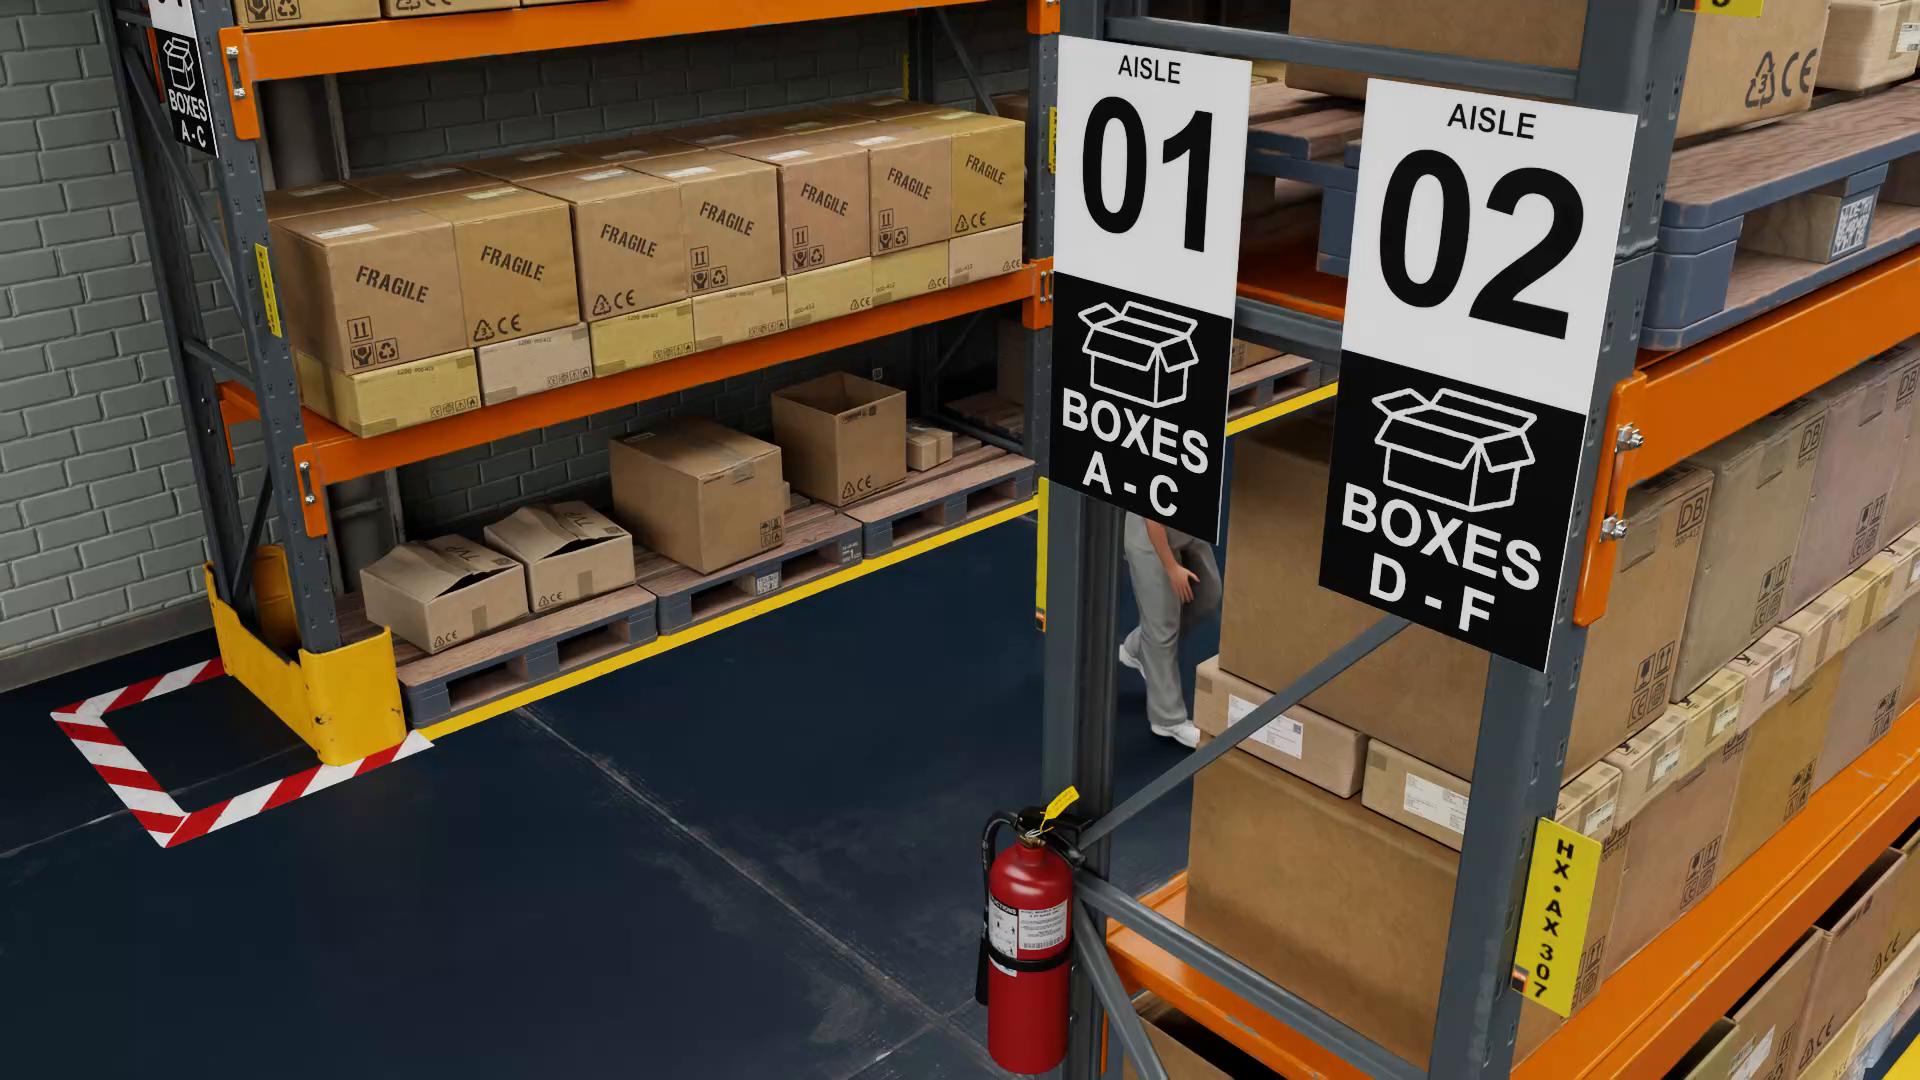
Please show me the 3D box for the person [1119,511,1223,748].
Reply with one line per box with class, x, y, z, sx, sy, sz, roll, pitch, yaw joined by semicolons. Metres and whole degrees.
person;0.817;0.006;6.557;0.595;1.670;0.554;18;30;34
